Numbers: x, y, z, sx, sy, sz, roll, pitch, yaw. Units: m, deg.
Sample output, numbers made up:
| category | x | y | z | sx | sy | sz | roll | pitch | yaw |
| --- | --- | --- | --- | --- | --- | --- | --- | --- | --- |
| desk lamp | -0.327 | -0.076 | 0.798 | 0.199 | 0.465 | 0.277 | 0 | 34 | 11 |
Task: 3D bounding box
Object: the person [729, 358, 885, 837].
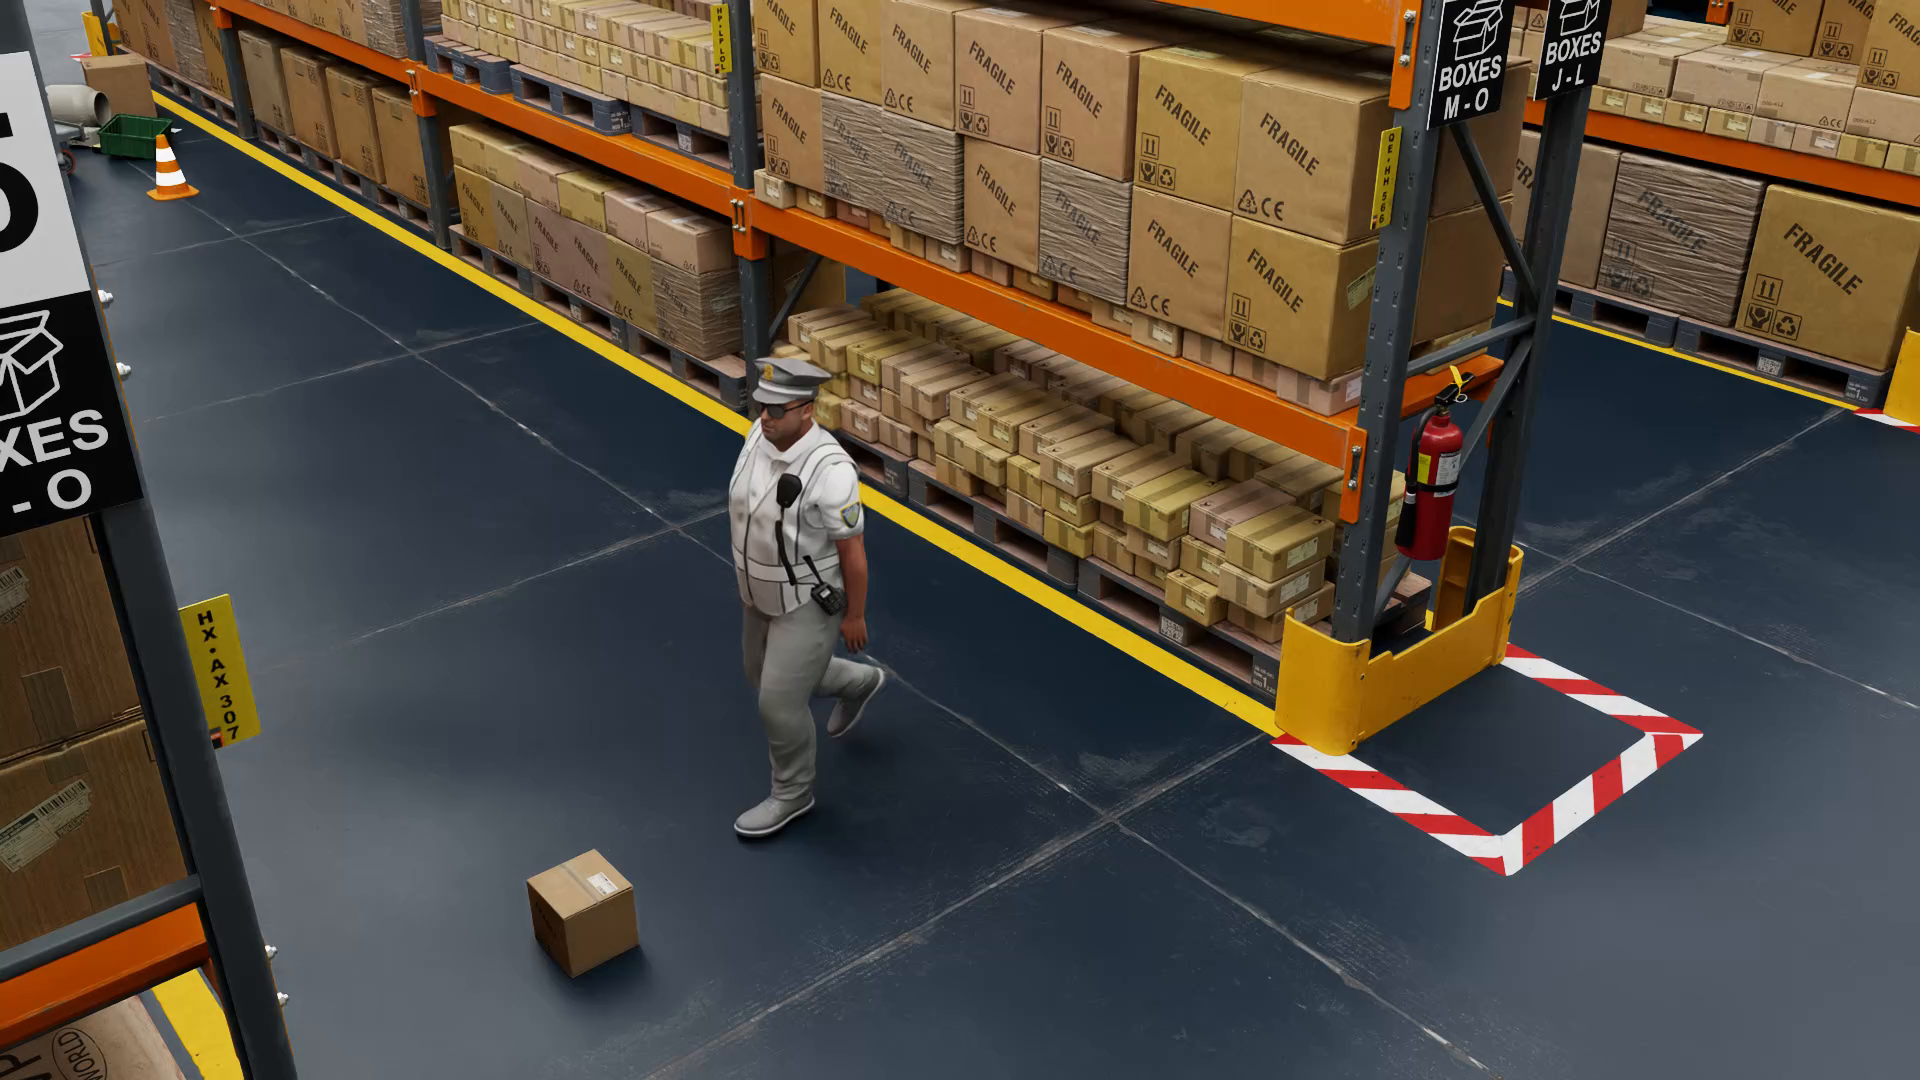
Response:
| category | x | y | z | sx | sy | sz | roll | pitch | yaw |
| --- | --- | --- | --- | --- | --- | --- | --- | --- | --- |
| person | -0.526 | 0.151 | 5.799 | 0.805 | 1.740 | 0.538 | -22 | 35 | -35 |
